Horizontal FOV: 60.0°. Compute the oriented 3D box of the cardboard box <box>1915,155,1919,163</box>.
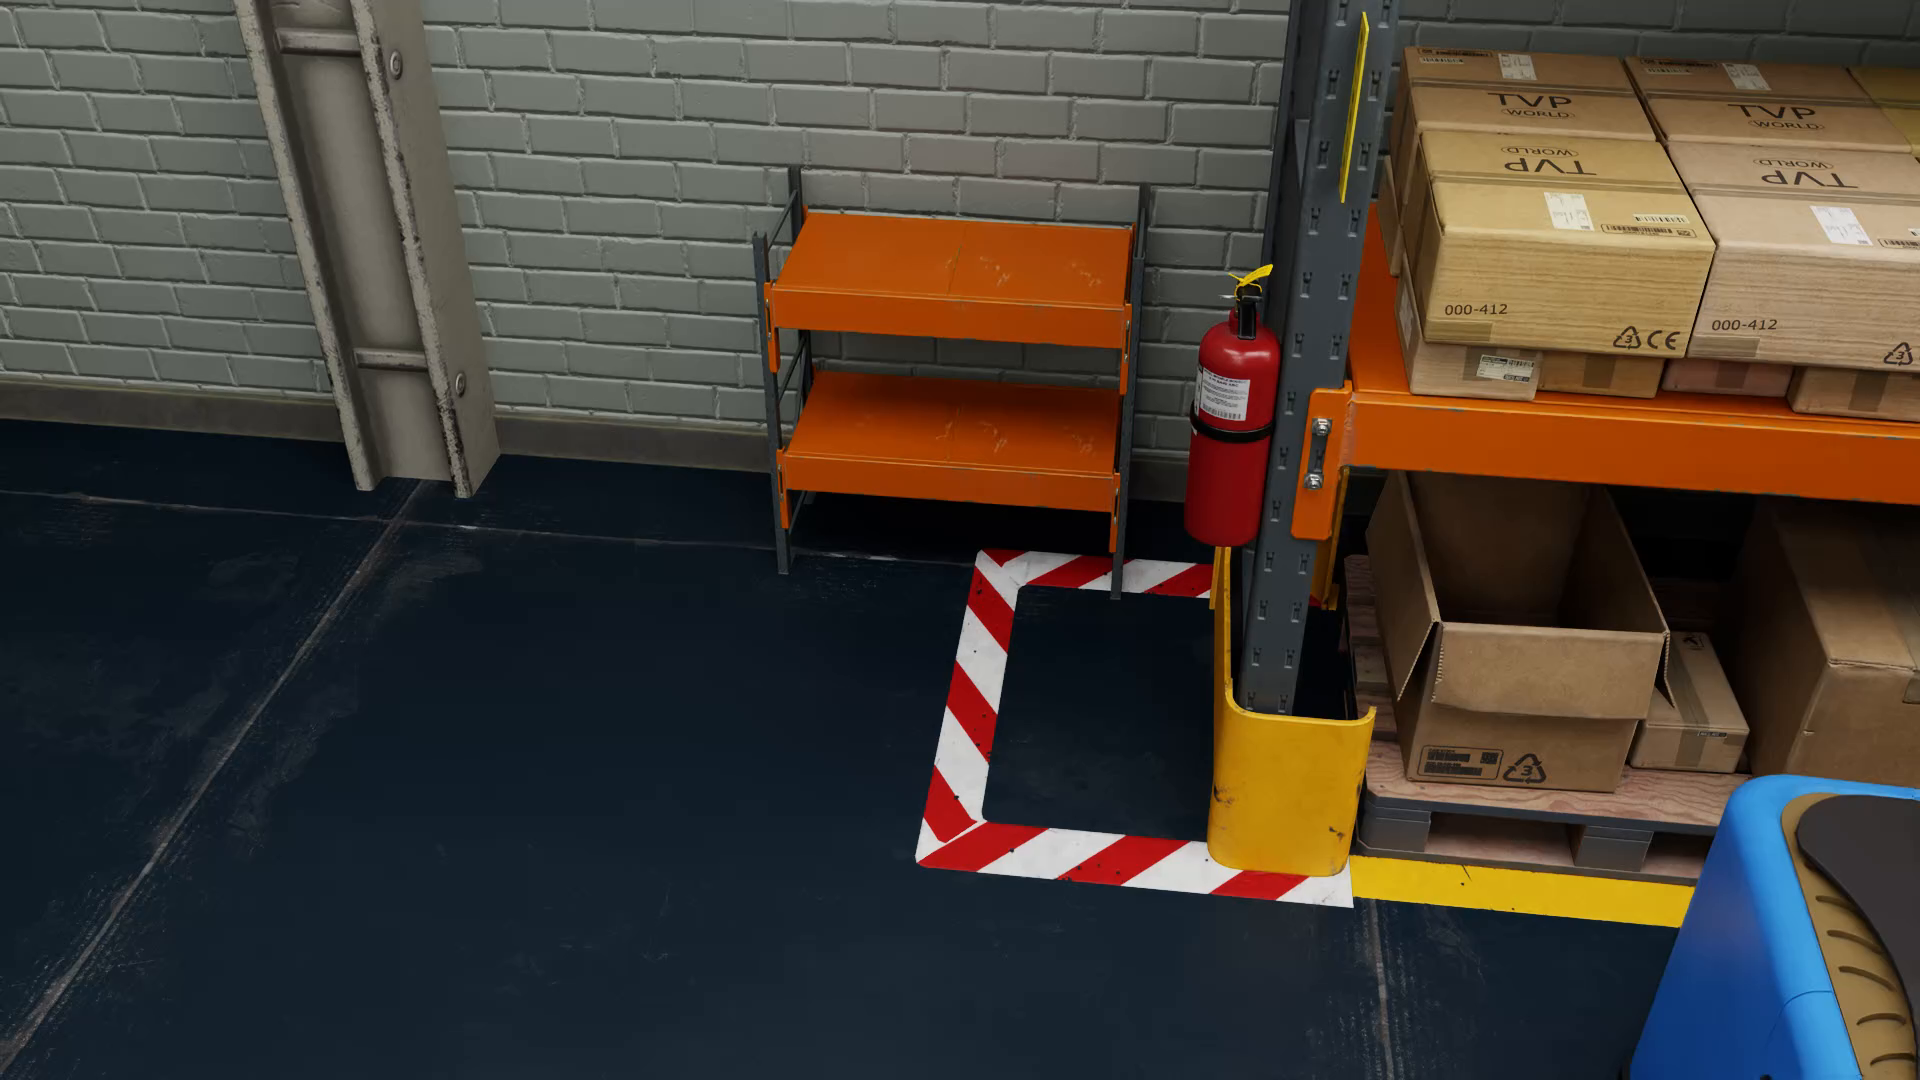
[{"bbox_3d":[2.201,-0.541,3.299,0.500,0.250,0.500,4,36,5],"label":"cardboard box"}]

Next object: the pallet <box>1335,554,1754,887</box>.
[{"bbox_3d":[1.649,0.457,4.429,1.213,0.211,1.003,4,36,6],"label":"pallet"}]

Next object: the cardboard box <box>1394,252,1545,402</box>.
[{"bbox_3d":[1.073,-0.458,3.526,0.250,0.149,0.380,4,36,6],"label":"cardboard box"}]

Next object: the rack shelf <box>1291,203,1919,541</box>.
[{"bbox_3d":[2.766,-0.302,3.710,4.000,0.370,1.077,4,36,6],"label":"rack shelf"}]

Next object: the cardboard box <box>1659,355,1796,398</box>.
[{"bbox_3d":[1.597,-0.466,3.537,0.250,0.149,0.380,4,36,5],"label":"cardboard box"}]

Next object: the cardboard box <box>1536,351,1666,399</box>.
[{"bbox_3d":[1.332,-0.466,3.537,0.250,0.149,0.380,5,36,7],"label":"cardboard box"}]

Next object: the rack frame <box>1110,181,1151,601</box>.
[{"bbox_3d":[0.498,-0.421,4.871,0.032,1.125,0.500,4,36,6],"label":"rack frame"}]

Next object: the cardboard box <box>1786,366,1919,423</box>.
[{"bbox_3d":[1.840,-0.412,3.462,0.250,0.149,0.380,5,36,7],"label":"cardboard box"}]

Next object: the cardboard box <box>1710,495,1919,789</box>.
[{"bbox_3d":[2.220,0.290,4.052,0.500,0.500,0.700,6,36,8],"label":"cardboard box"}]

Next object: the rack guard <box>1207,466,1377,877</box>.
[{"bbox_3d":[0.858,0.281,4.427,0.348,0.500,1.175,4,36,6],"label":"rack guard"}]

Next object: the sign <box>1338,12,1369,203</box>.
[{"bbox_3d":[0.713,-0.782,3.019,0.005,0.325,0.100,4,36,6],"label":"sign"}]

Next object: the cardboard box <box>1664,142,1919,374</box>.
[{"bbox_3d":[1.698,-0.577,3.349,0.500,0.250,0.500,5,36,6],"label":"cardboard box"}]

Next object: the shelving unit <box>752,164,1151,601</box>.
[{"bbox_3d":[-0.006,-0.458,4.923,1.048,1.125,0.538,4,36,6],"label":"shelving unit"}]

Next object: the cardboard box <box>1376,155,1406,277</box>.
[{"bbox_3d":[1.145,-0.770,3.964,0.250,0.149,0.380,4,36,5],"label":"cardboard box"}]

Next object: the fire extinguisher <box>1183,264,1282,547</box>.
[{"bbox_3d":[0.578,-0.304,3.481,0.183,0.674,0.296,4,36,6],"label":"fire extinguisher"}]

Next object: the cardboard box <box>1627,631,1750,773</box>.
[{"bbox_3d":[1.793,0.401,4.199,0.250,0.149,0.380,3,36,4],"label":"cardboard box"}]

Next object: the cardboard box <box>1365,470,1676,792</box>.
[{"bbox_3d":[1.377,0.203,4.172,0.637,0.503,0.797,3,36,4],"label":"cardboard box"}]

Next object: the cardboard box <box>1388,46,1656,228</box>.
[{"bbox_3d":[1.272,-0.921,3.832,0.500,0.250,0.500,5,36,7],"label":"cardboard box"}]

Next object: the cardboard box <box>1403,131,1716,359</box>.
[{"bbox_3d":[1.198,-0.614,3.401,0.500,0.250,0.500,4,36,6],"label":"cardboard box"}]

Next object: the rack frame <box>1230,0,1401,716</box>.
[{"bbox_3d":[0.782,-0.743,3.708,0.127,3.000,1.000,4,36,6],"label":"rack frame"}]

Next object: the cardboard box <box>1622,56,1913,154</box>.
[{"bbox_3d":[1.784,-0.883,3.778,0.500,0.250,0.500,4,36,6],"label":"cardboard box"}]

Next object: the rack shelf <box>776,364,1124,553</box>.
[{"bbox_3d":[-0.006,-0.259,5.065,1.000,0.278,0.538,4,36,6],"label":"rack shelf"}]

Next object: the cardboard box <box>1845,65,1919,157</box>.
[{"bbox_3d":[2.274,-0.843,3.722,0.500,0.250,0.500,5,36,7],"label":"cardboard box"}]

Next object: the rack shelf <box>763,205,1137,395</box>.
[{"bbox_3d":[-0.006,-0.696,4.753,1.000,0.278,0.538,4,36,6],"label":"rack shelf"}]

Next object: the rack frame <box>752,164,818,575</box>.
[{"bbox_3d":[-0.511,-0.494,4.975,0.032,1.125,0.500,4,36,6],"label":"rack frame"}]
